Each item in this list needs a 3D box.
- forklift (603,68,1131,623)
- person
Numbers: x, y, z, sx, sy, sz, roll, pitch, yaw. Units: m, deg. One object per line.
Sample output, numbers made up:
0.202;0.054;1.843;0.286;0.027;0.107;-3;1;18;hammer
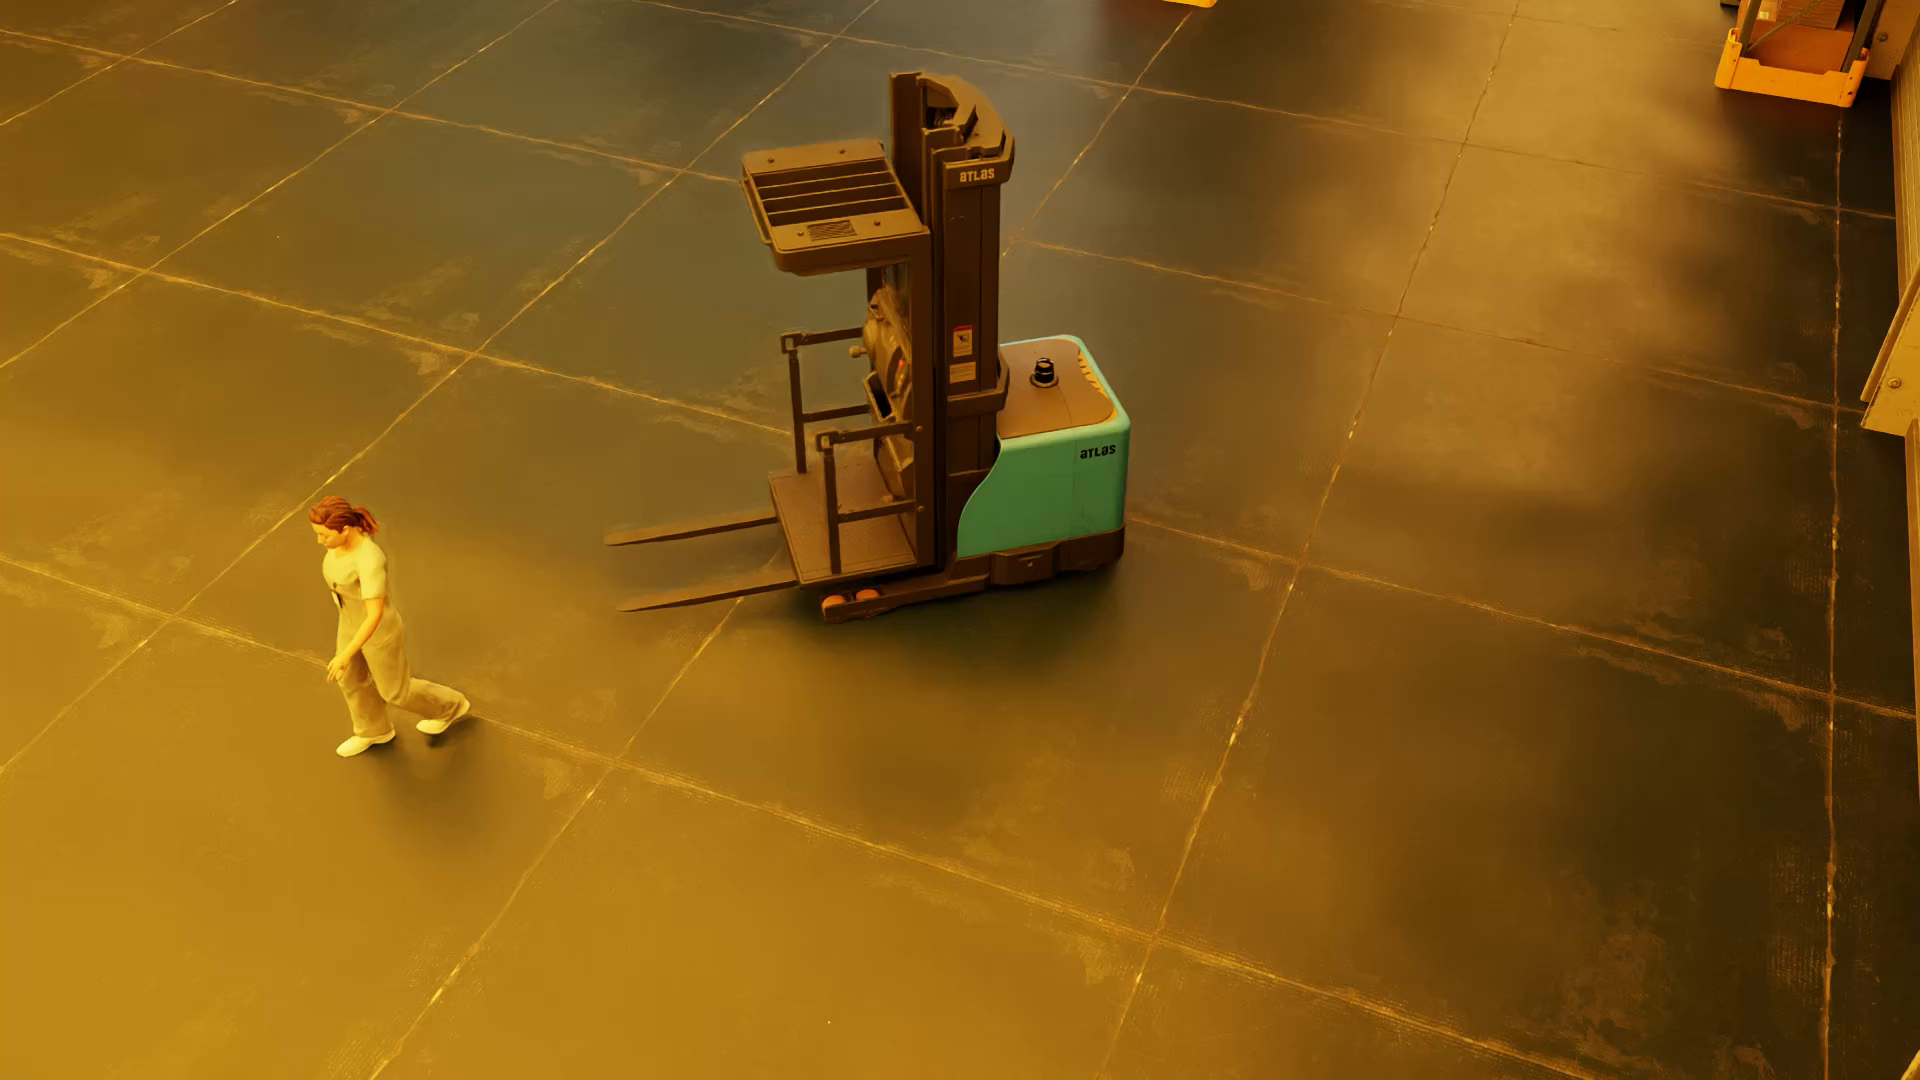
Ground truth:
-0.587;-1.017;9.221;3.031;2.935;1.130;-10;41;-12;forklift
-3.022;0.432;8.493;0.720;1.659;0.823;-28;48;-30;person
